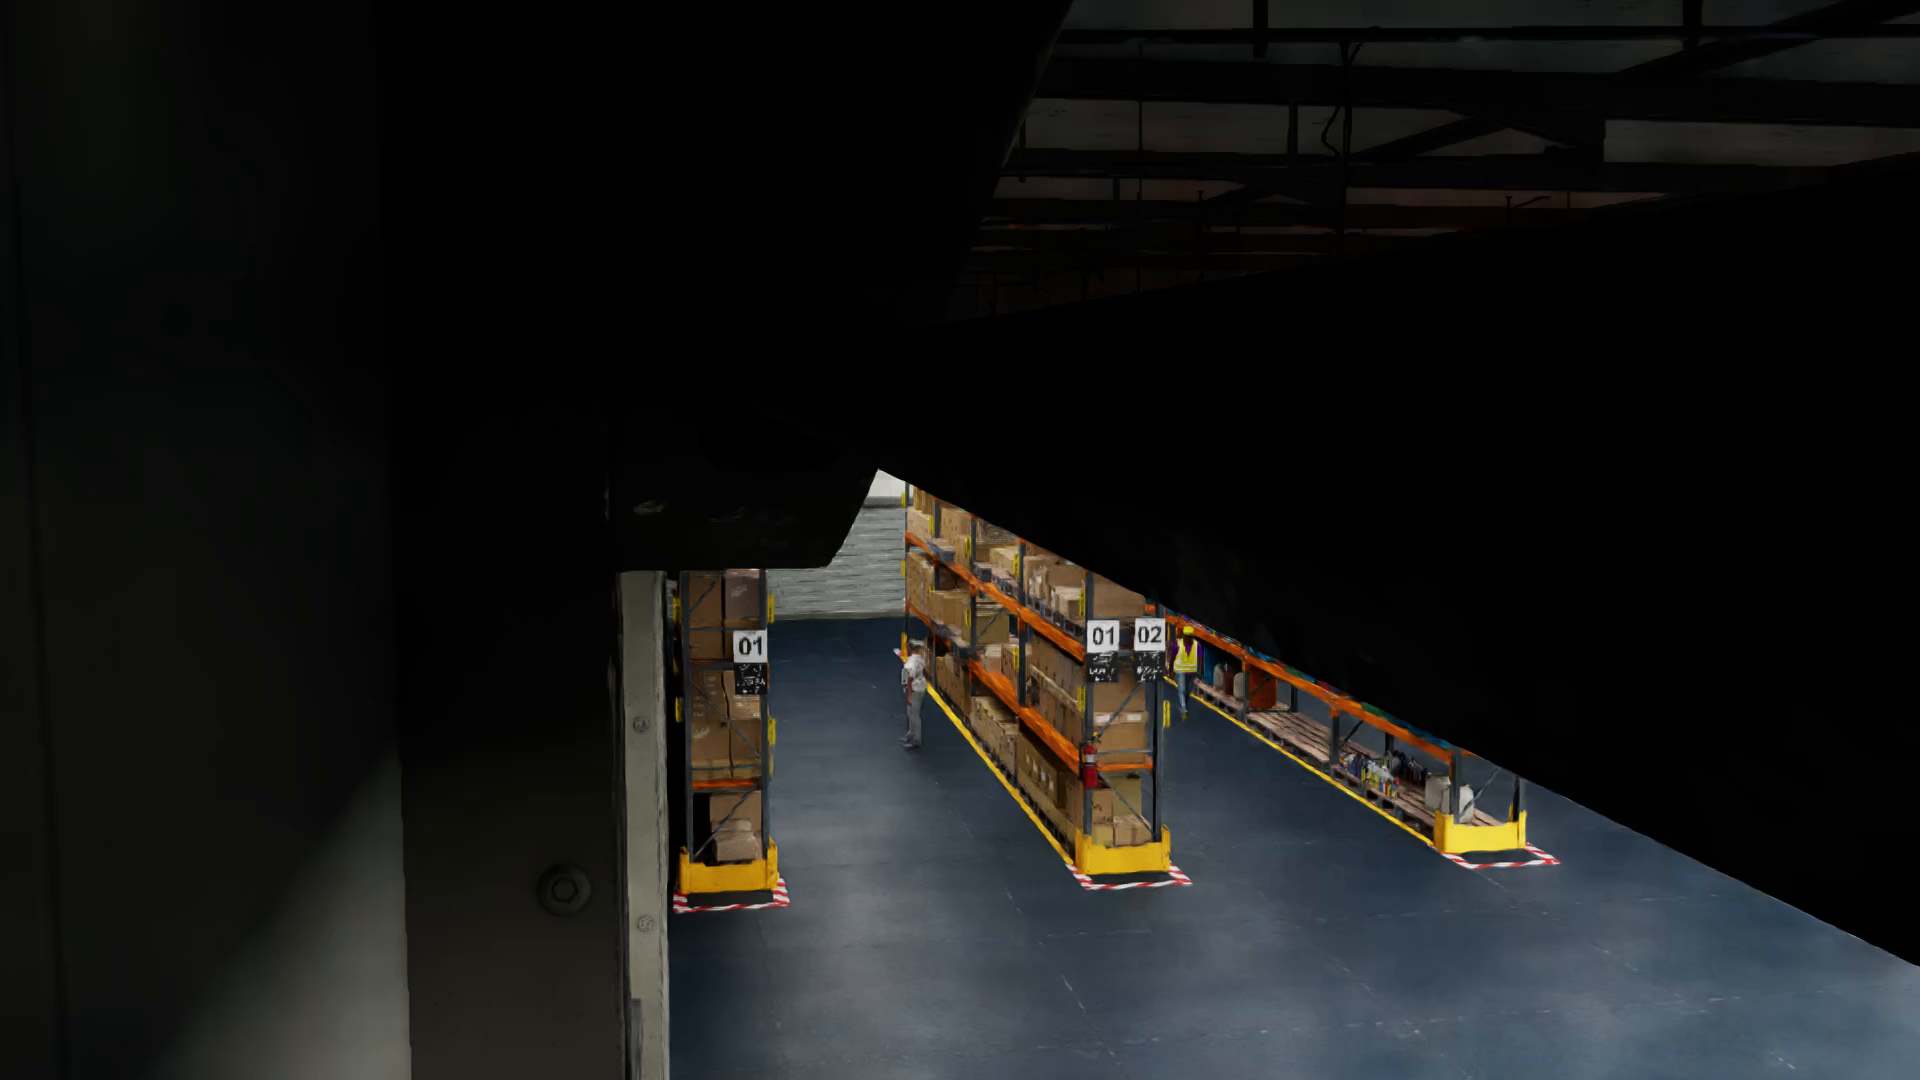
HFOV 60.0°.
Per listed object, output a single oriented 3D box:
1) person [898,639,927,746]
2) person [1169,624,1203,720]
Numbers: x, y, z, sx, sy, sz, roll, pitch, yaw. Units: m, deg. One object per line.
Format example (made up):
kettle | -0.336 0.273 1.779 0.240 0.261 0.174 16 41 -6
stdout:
person | -0.822 2.552 27.932 0.503 1.759 0.588 2 6 20
person | 4.113 2.357 30.074 0.582 1.685 1.120 -1 6 -7
